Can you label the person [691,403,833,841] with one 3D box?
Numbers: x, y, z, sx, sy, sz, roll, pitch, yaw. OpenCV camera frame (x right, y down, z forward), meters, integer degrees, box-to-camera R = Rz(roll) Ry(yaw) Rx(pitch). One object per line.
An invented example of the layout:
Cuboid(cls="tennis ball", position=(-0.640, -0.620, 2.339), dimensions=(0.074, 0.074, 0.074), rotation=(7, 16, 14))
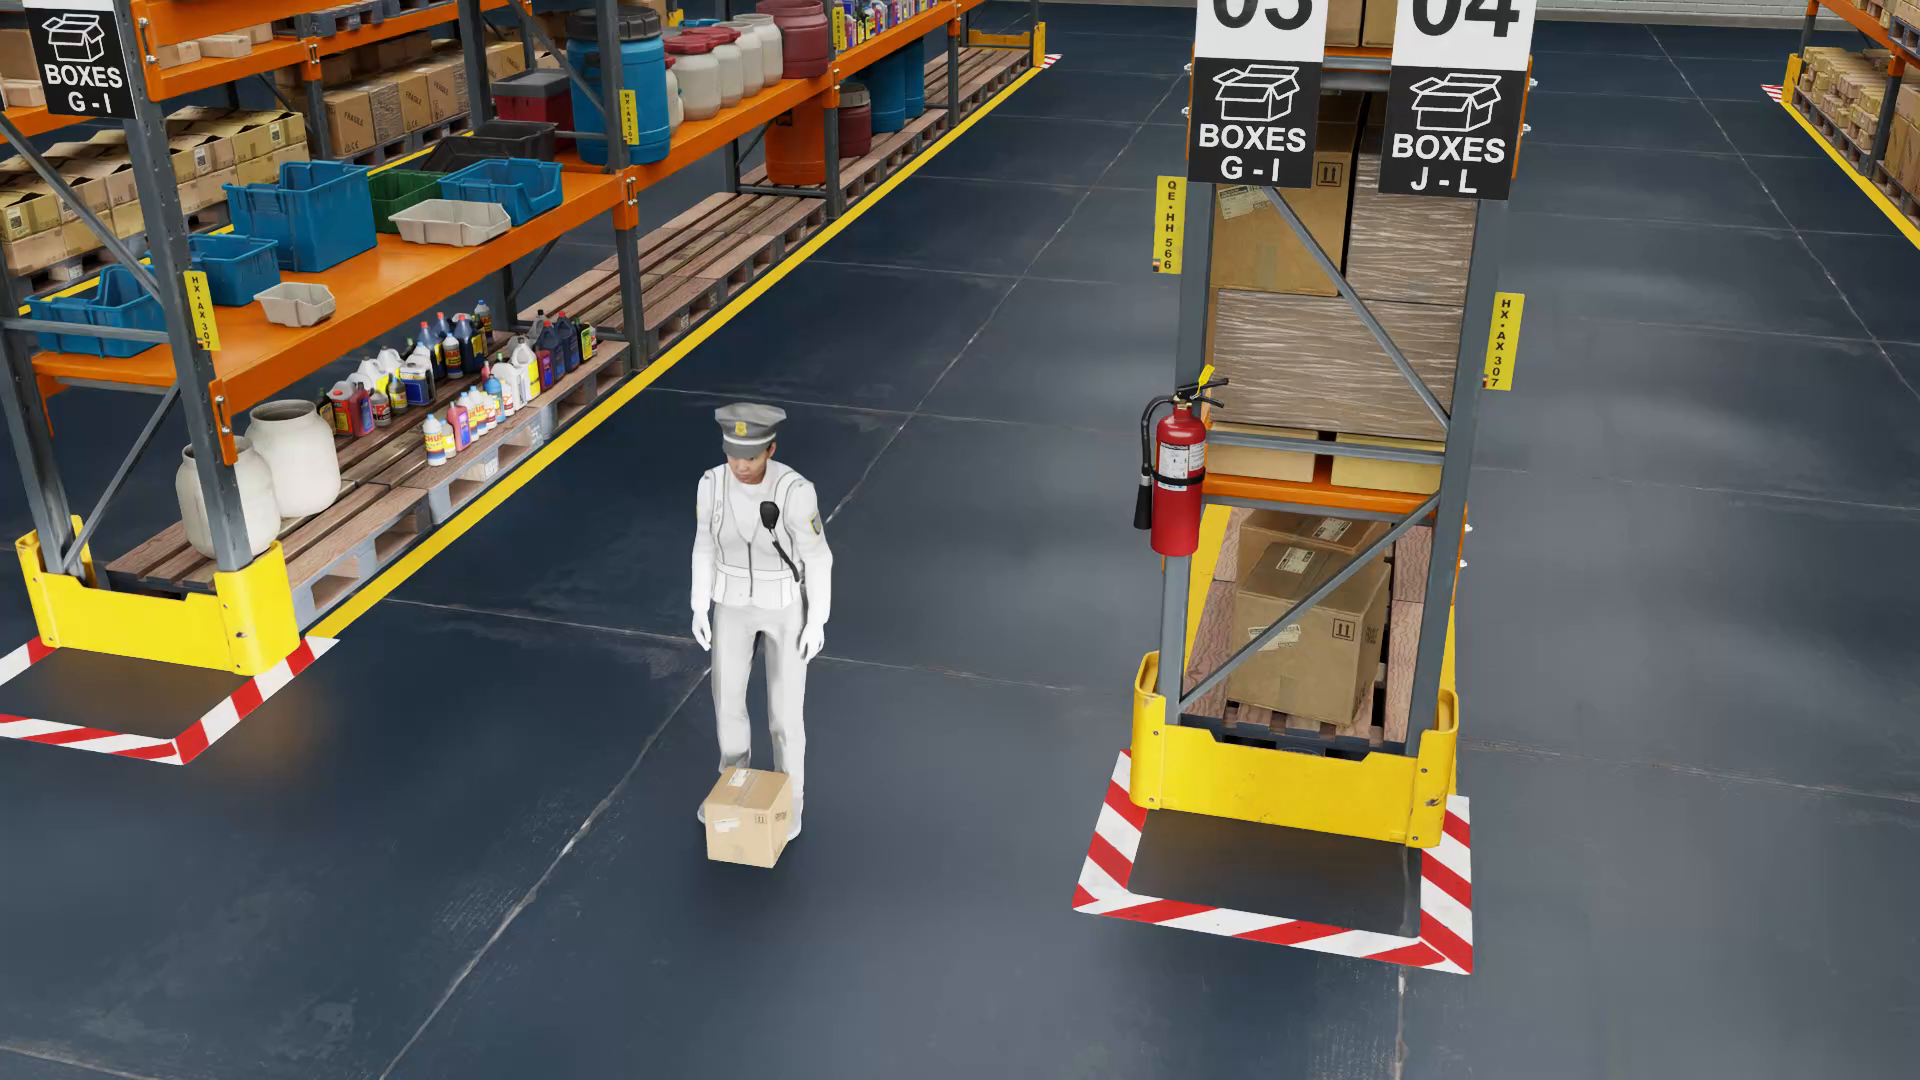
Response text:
Cuboid(cls="person", position=(-0.726, 0.285, 6.007), dimensions=(0.518, 1.663, 0.412), rotation=(5, 26, 11))
